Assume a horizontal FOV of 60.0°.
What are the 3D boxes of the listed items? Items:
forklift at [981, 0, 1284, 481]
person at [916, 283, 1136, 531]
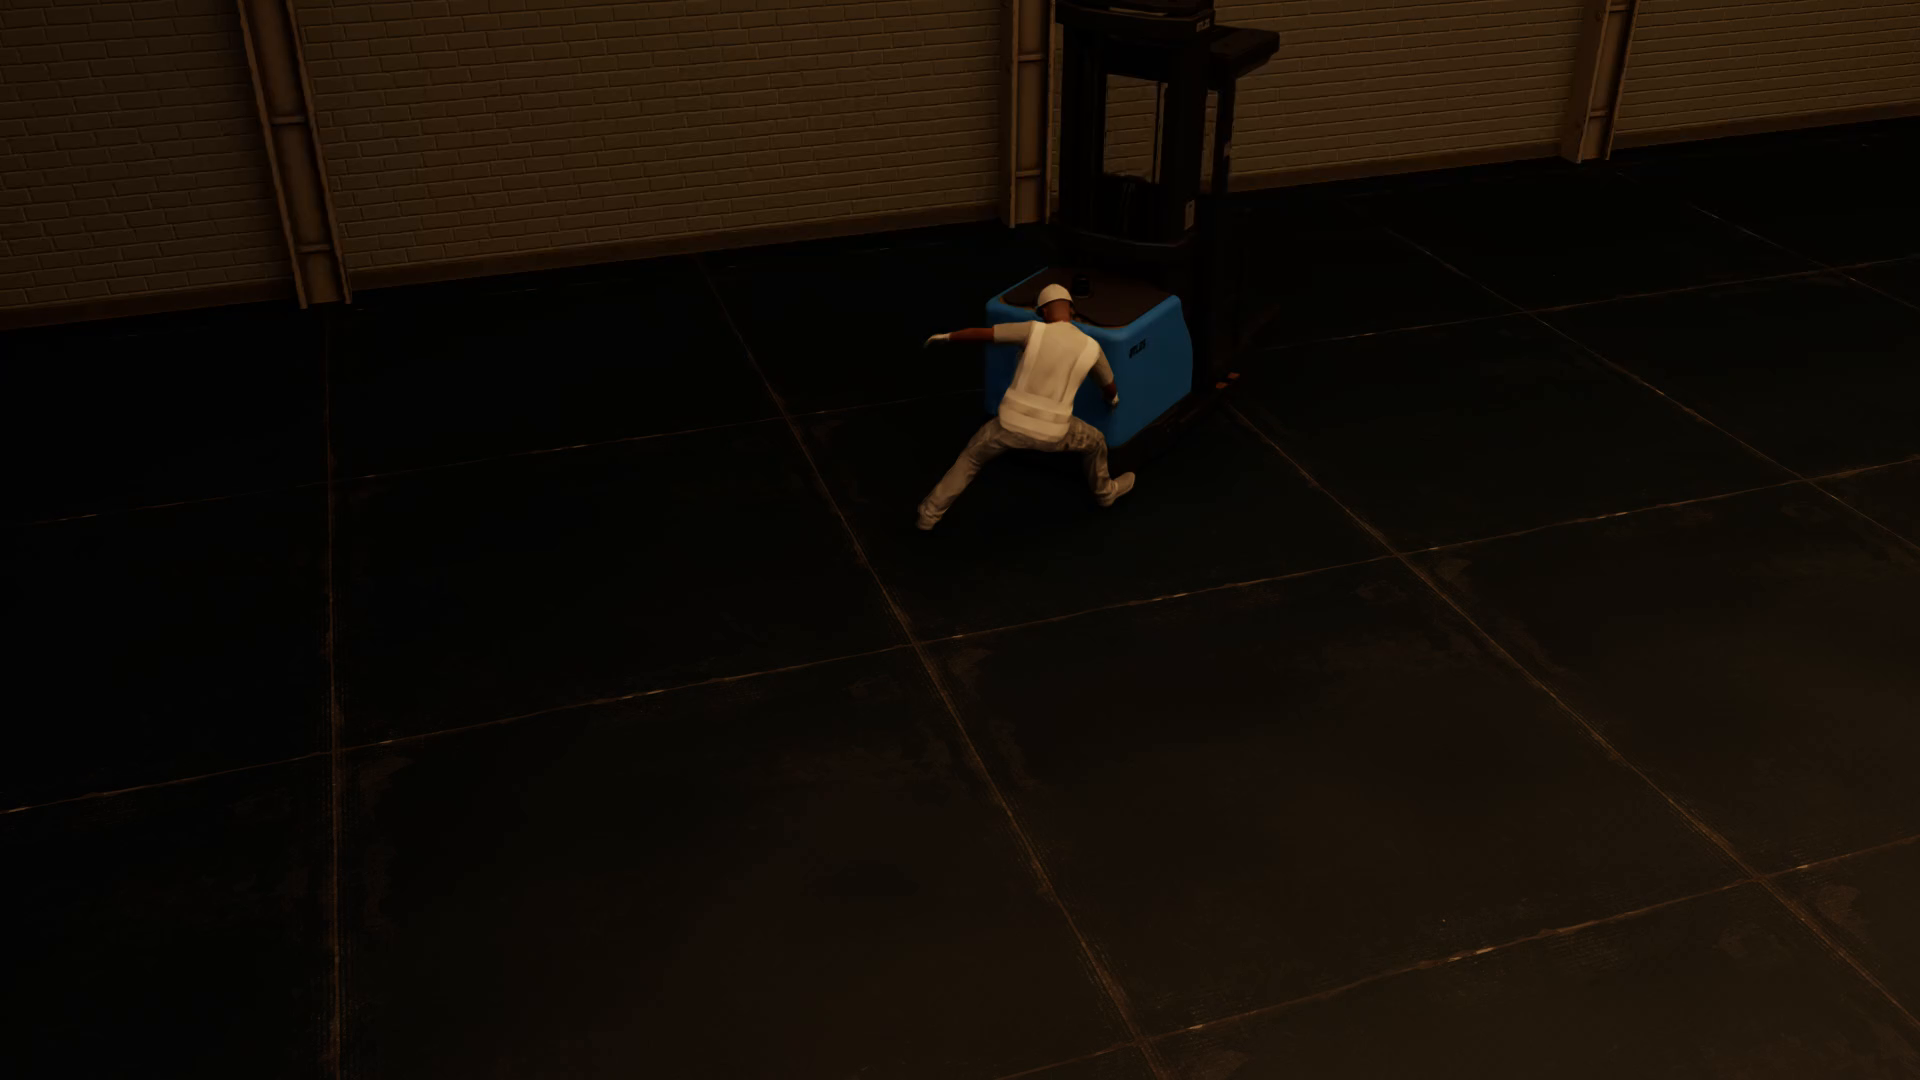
[{"bbox_3d":[1.368,-2.328,11.133,1.130,2.935,3.031,18,35,28],"label":"forklift"},{"bbox_3d":[0.420,-0.783,9.949,1.307,1.468,0.775,3,30,5],"label":"person"}]
